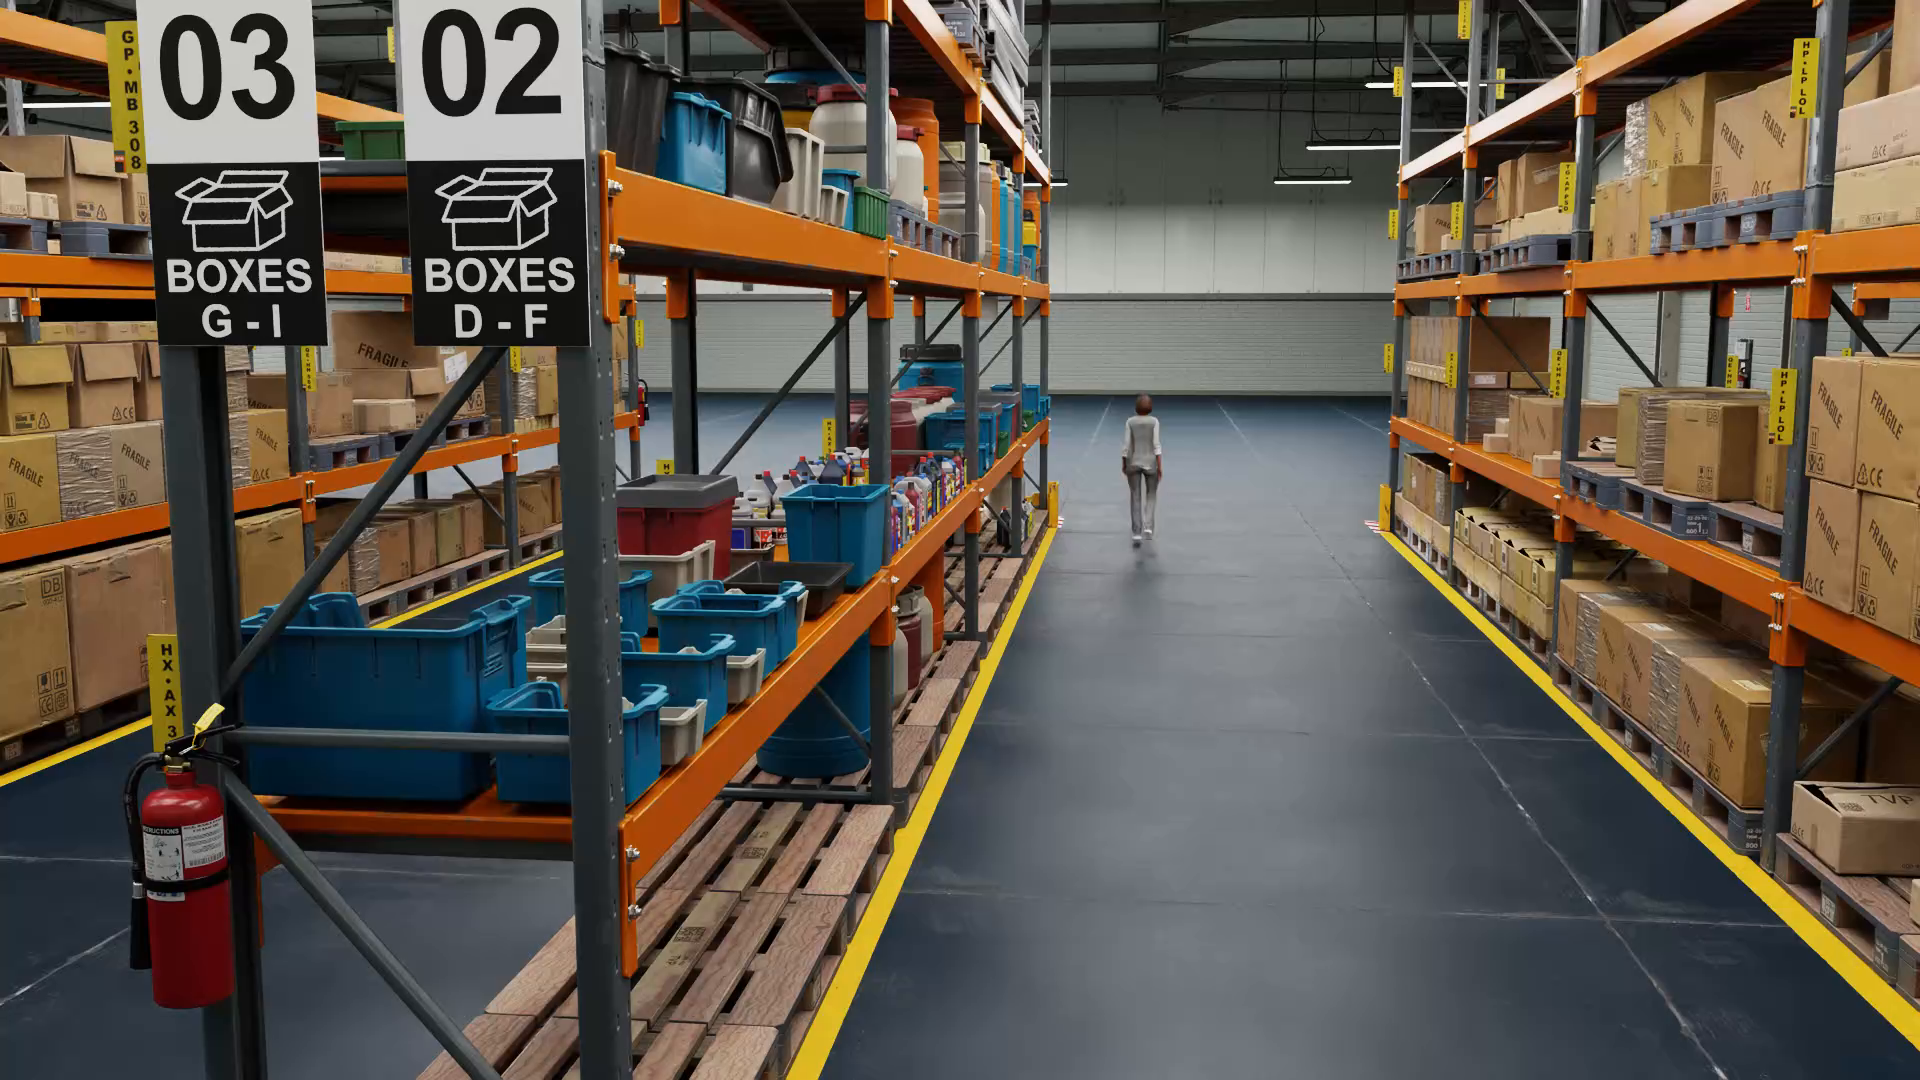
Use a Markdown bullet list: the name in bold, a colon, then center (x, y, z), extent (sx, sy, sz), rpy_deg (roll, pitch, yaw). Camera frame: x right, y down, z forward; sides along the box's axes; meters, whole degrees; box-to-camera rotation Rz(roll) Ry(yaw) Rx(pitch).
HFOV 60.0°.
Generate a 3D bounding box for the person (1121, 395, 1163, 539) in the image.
- **person**: center (1.992, -0.776, 18.236), extent (0.454, 1.640, 0.621), rpy_deg (1, 8, 6)
